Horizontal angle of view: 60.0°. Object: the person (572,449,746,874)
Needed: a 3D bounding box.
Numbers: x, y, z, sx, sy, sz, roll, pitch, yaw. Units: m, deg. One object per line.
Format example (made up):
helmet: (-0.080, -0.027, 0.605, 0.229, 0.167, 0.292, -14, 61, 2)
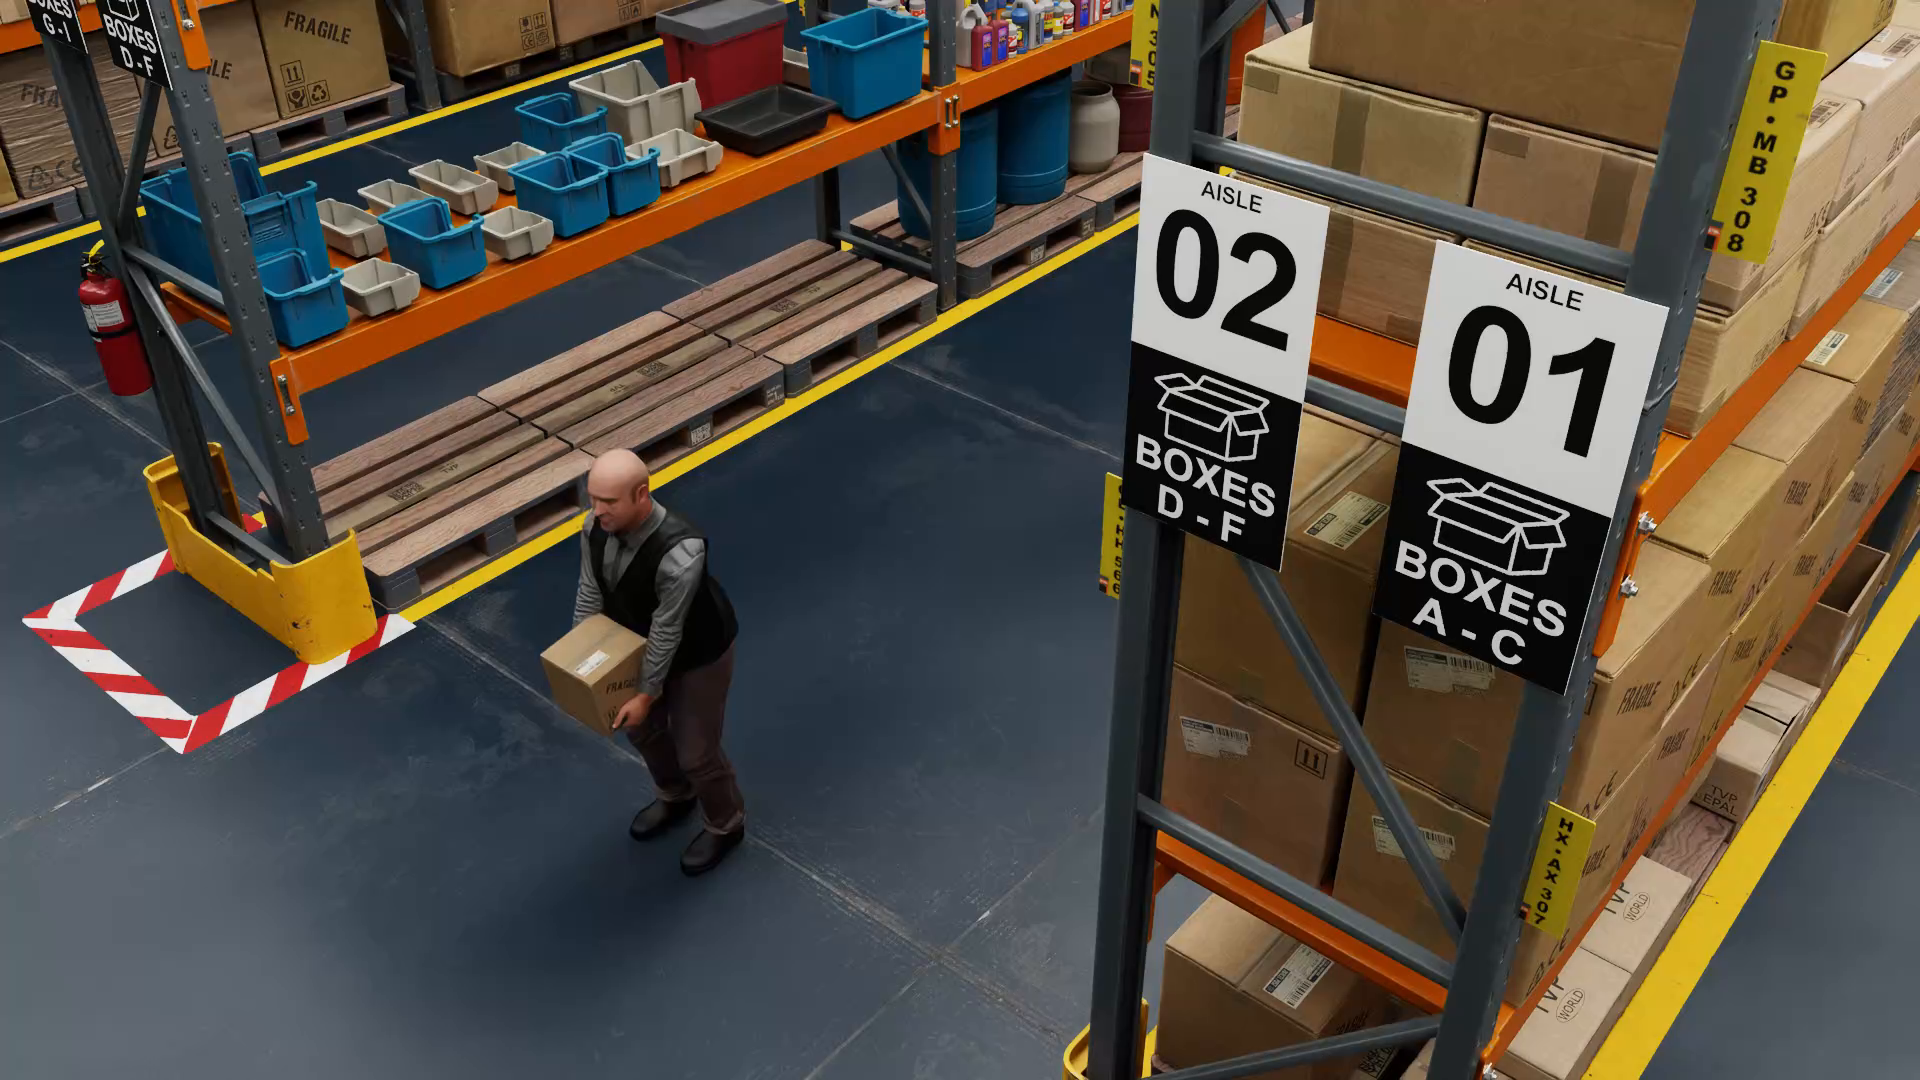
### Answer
person: (-1.026, 0.414, 5.592, 0.486, 1.703, 0.582, 25, 42, 31)
